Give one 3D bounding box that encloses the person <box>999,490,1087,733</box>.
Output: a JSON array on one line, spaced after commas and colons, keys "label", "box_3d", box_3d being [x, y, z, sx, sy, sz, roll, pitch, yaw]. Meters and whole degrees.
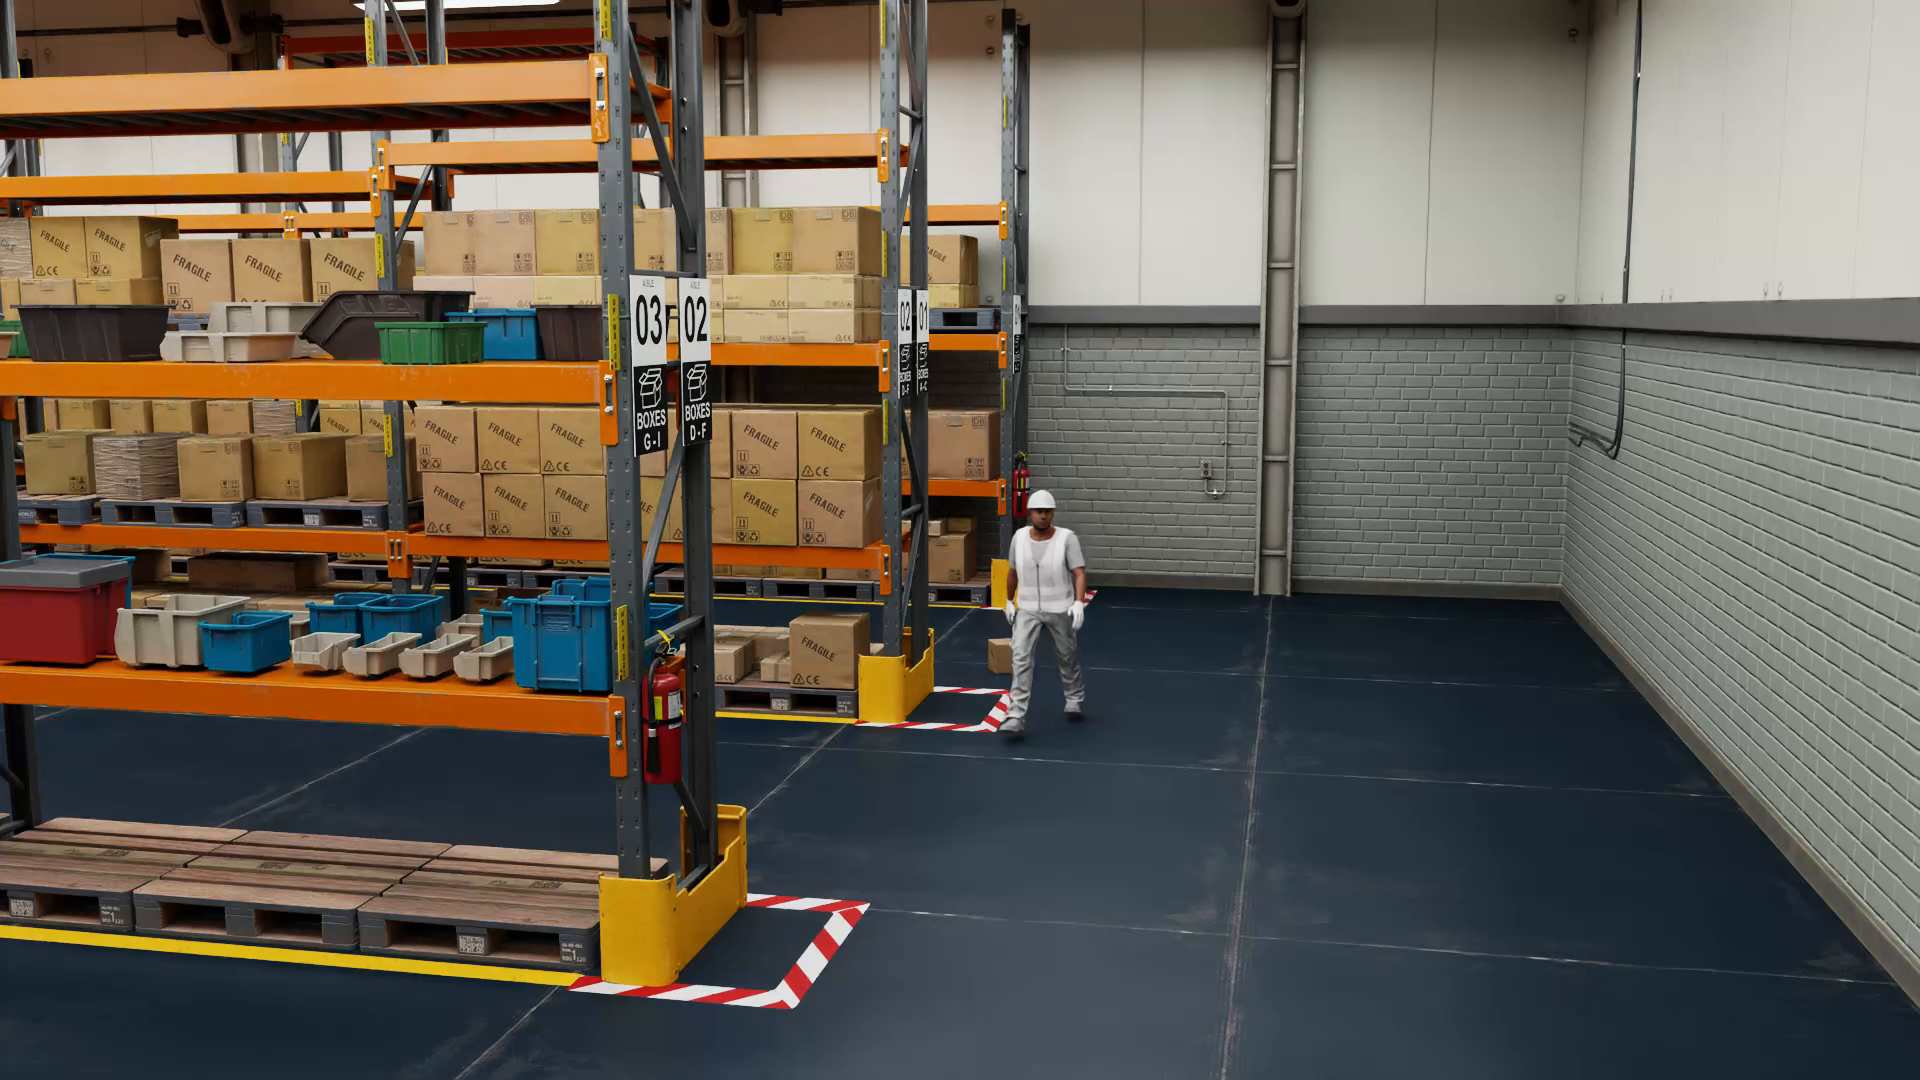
[{"label": "person", "box_3d": [0.605, 0.503, 12.067, 0.703, 1.733, 1.052, 3, 8, 18]}]
